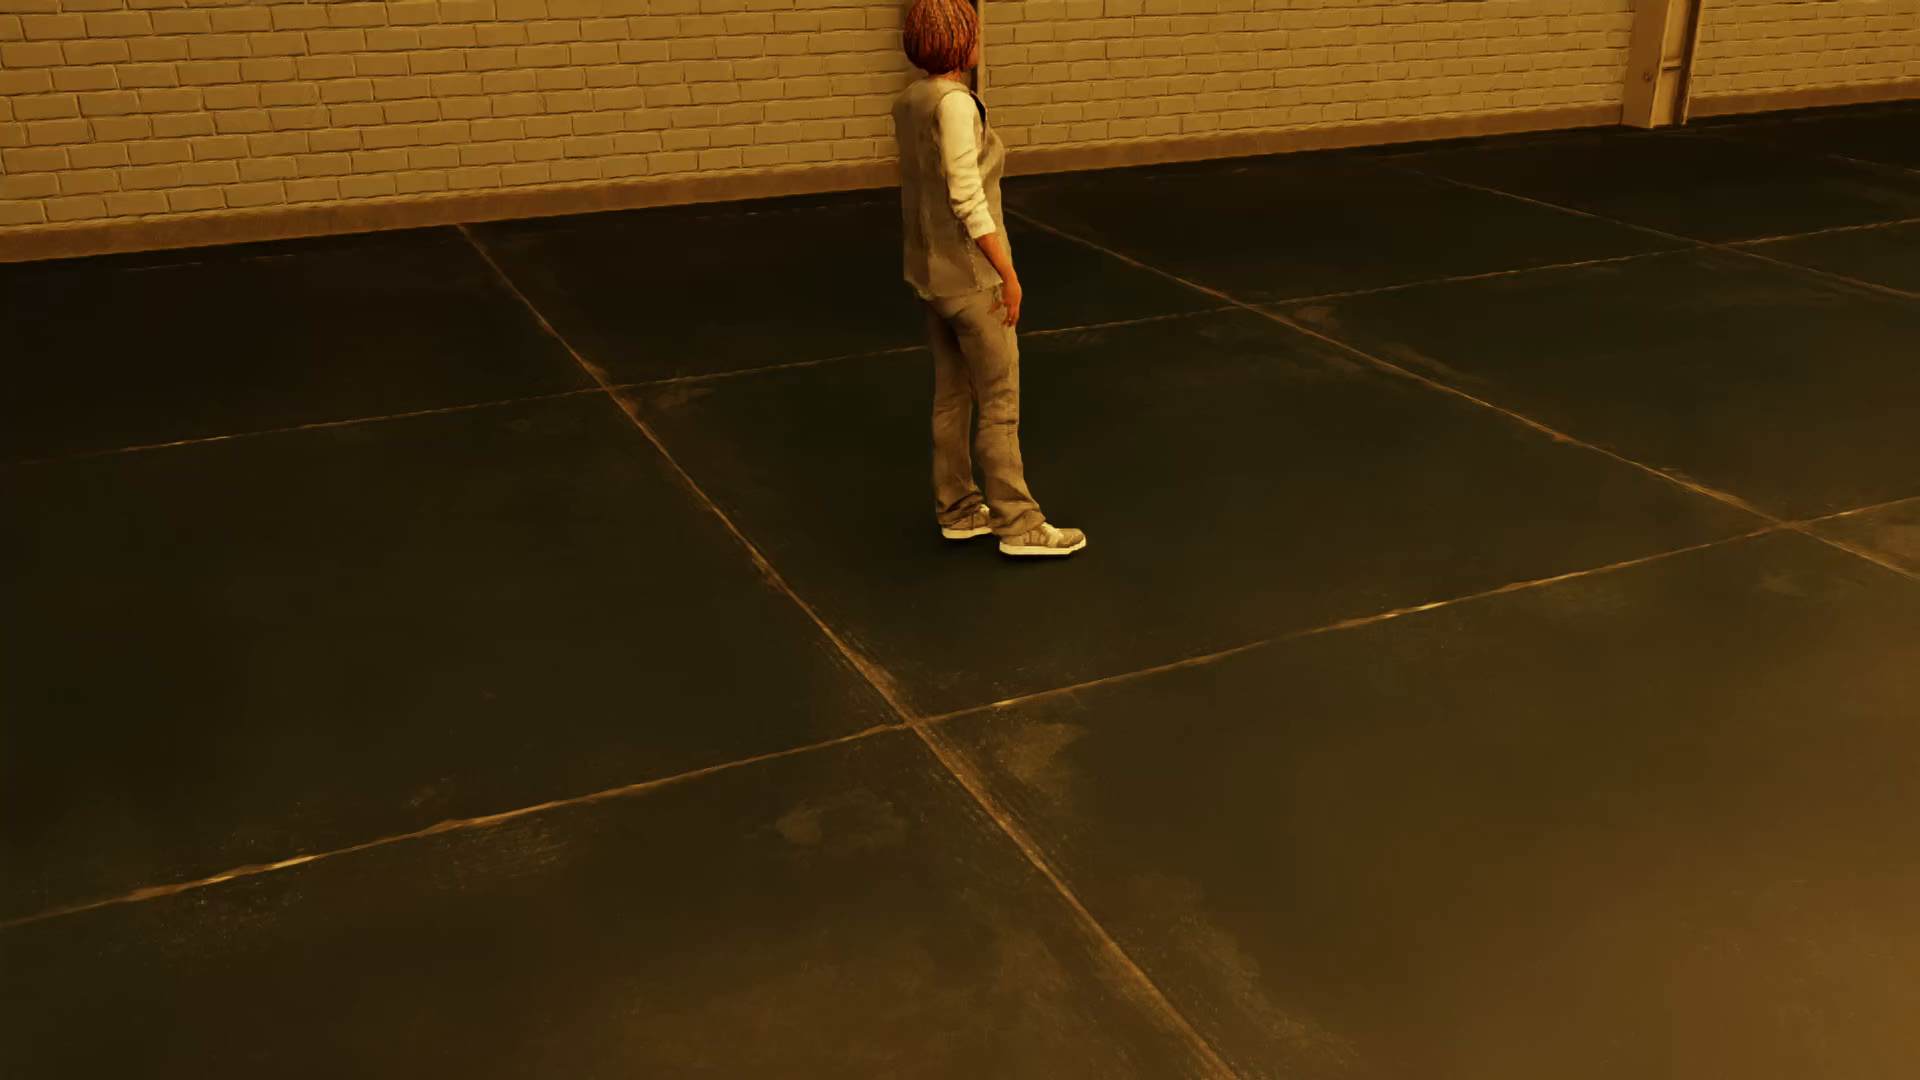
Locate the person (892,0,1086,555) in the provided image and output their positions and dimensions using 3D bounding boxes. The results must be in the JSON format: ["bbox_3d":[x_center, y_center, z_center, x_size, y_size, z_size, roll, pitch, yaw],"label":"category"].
[{"bbox_3d":[0.073,-0.751,4.815,0.474,1.597,0.521,-10,25,-23],"label":"person"}]
